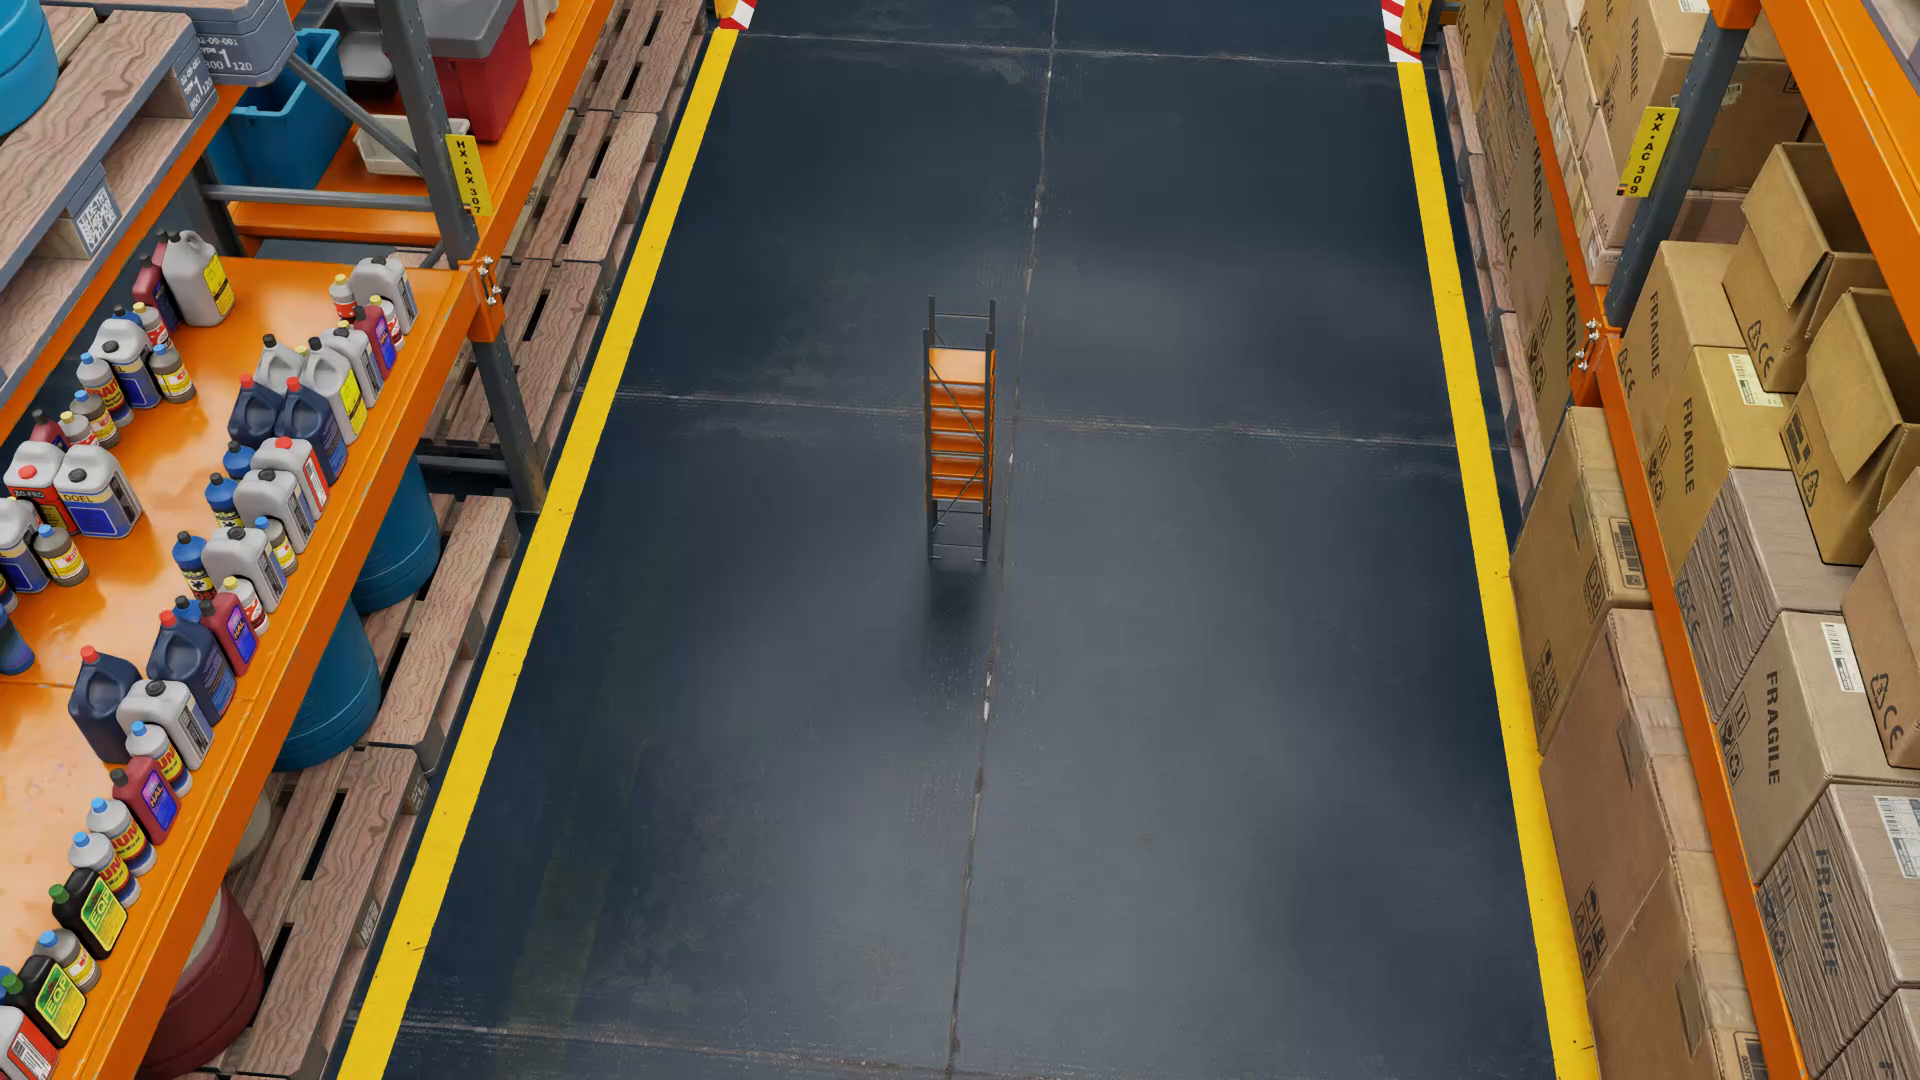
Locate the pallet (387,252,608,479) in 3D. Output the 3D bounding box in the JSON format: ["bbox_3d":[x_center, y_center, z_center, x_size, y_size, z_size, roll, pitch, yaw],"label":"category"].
[{"bbox_3d":[-2.198,-0.793,7.359,1.003,0.211,1.213,4,48,4],"label":"pallet"}]

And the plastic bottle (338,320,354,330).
[{"bbox_3d":[-1.996,-0.632,5.456,0.097,0.201,0.097,0,48,0],"label":"plastic bottle"}]

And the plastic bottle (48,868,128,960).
[{"bbox_3d":[-2.108,0.886,4.012,0.061,0.283,0.133,4,48,4],"label":"plastic bottle"}]

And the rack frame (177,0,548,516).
[{"bbox_3d":[-2.226,-1.192,5.833,1.000,3.000,0.127,4,48,4],"label":"rack frame"}]

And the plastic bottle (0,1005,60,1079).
[{"bbox_3d":[-2.187,1.153,3.772,0.152,0.276,0.135,4,48,4],"label":"plastic bottle"}]

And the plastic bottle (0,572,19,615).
[{"bbox_3d":[-2.791,0.101,4.738,0.097,0.271,0.097,0,48,0],"label":"plastic bottle"}]

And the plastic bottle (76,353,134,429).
[{"bbox_3d":[-2.719,-0.481,5.271,0.097,0.271,0.097,0,48,0],"label":"plastic bottle"}]

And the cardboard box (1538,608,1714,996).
[{"bbox_3d":[2.587,0.845,5.125,1.225,0.875,0.875,2,48,2],"label":"cardboard box"}]

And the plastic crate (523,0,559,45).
[{"bbox_3d":[-1.903,-2.282,6.870,0.437,0.282,0.530,4,48,4],"label":"plastic crate"}]

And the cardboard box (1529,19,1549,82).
[{"bbox_3d":[2.525,-1.964,6.710,0.380,0.149,0.250,3,48,3],"label":"cardboard box"}]

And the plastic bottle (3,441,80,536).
[{"bbox_3d":[-2.732,-0.155,4.969,0.152,0.276,0.135,4,48,4],"label":"plastic bottle"}]

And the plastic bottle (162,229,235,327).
[{"bbox_3d":[-2.585,-0.908,5.607,0.144,0.351,0.185,4,48,4],"label":"plastic bottle"}]

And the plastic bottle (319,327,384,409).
[{"bbox_3d":[-1.973,-0.570,5.348,0.152,0.276,0.135,4,48,4],"label":"plastic bottle"}]

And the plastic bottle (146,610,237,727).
[{"bbox_3d":[-2.084,0.332,4.473,0.144,0.351,0.185,4,48,4],"label":"plastic bottle"}]

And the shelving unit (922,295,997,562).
[{"bbox_3d":[-0.001,-0.394,6.323,0.258,1.200,0.189,4,48,4],"label":"shelving unit"}]

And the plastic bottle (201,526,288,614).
[{"bbox_3d":[-2.053,0.070,4.763,0.152,0.276,0.135,4,48,4],"label":"plastic bottle"}]

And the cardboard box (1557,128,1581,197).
[{"bbox_3d":[2.455,-1.398,6.192,0.380,0.149,0.250,3,48,3],"label":"cardboard box"}]

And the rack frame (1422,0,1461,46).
[{"bbox_3d":[3.071,-3.798,8.217,1.000,3.000,0.127,4,48,4],"label":"rack frame"}]

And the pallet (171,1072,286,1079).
[{"bbox_3d":[-2.560,2.107,4.706,1.003,0.211,1.213,4,48,4],"label":"pallet"}]

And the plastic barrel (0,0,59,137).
[{"bbox_3d":[-2.229,-1.250,3.230,0.600,0.901,0.708,4,48,4],"label":"plastic barrel"}]

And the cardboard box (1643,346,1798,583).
[{"bbox_3d":[2.370,-0.202,4.860,0.500,0.500,0.500,4,48,4],"label":"cardboard box"}]

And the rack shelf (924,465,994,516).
[{"bbox_3d":[-0.001,-0.202,6.533,0.258,0.103,0.180,4,48,4],"label":"rack shelf"}]

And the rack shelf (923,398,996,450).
[{"bbox_3d":[-0.001,-0.445,6.268,0.258,0.103,0.180,4,48,4],"label":"rack shelf"}]

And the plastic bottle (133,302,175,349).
[{"bbox_3d":[-2.689,-0.700,5.518,0.097,0.201,0.097,0,48,0],"label":"plastic bottle"}]

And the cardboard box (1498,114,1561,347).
[{"bbox_3d":[2.928,-1.424,7.201,0.875,0.875,0.875,4,48,4],"label":"cardboard box"}]

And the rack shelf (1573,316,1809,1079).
[{"bbox_3d":[2.524,0.854,4.450,1.077,0.370,4.000,4,48,4],"label":"rack shelf"}]

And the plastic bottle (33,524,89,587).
[{"bbox_3d":[-2.627,0.036,4.845,0.097,0.201,0.097,0,48,0],"label":"plastic bottle"}]

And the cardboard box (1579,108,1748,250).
[{"bbox_3d":[2.485,-1.250,5.787,0.500,0.250,0.500,3,48,3],"label":"cardboard box"}]

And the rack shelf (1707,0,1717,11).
[{"bbox_3d":[2.889,-3.098,6.031,1.077,0.370,4.000,4,48,4],"label":"rack shelf"}]

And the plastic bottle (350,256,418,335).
[{"bbox_3d":[-1.940,-0.838,5.594,0.152,0.276,0.135,4,48,4],"label":"plastic bottle"}]

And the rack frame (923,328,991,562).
[{"bbox_3d":[-0.010,-0.327,6.262,0.240,1.200,0.006,4,48,4],"label":"rack frame"}]

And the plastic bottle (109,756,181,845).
[{"bbox_3d":[-2.079,0.645,4.232,0.061,0.283,0.133,4,48,4],"label":"plastic bottle"}]

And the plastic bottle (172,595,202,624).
[{"bbox_3d":[-2.109,0.253,4.599,0.097,0.271,0.097,0,48,0],"label":"plastic bottle"}]

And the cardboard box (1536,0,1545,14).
[{"bbox_3d":[2.626,-2.378,6.818,0.500,0.250,0.500,3,48,3],"label":"cardboard box"}]

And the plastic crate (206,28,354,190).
[{"bbox_3d":[-2.523,-1.572,6.151,0.392,0.384,0.575,4,48,4],"label":"plastic crate"}]

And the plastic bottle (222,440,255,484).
[{"bbox_3d":[-2.145,-0.192,5.006,0.097,0.271,0.097,0,48,0],"label":"plastic bottle"}]

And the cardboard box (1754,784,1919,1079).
[{"bbox_3d":[2.235,0.920,3.834,0.500,0.500,0.500,2,48,2],"label":"cardboard box"}]

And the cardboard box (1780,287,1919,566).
[{"bbox_3d":[2.582,-0.257,4.231,0.797,0.503,0.637,4,48,4],"label":"cardboard box"}]

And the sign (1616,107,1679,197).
[{"bbox_3d":[2.153,-1.214,5.213,0.100,0.325,0.005,4,48,4],"label":"sign"}]

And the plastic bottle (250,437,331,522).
[{"bbox_3d":[-2.019,-0.199,5.010,0.152,0.276,0.135,4,48,4],"label":"plastic bottle"}]

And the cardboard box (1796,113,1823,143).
[{"bbox_3d":[3.005,-1.496,5.503,0.500,0.500,0.500,4,48,4],"label":"cardboard box"}]

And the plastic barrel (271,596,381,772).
[{"bbox_3d":[-2.357,0.294,5.612,0.600,0.901,0.708,4,48,4],"label":"plastic barrel"}]

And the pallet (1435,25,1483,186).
[{"bbox_3d":[3.076,-2.264,8.704,1.003,0.211,1.213,4,48,4],"label":"pallet"}]
